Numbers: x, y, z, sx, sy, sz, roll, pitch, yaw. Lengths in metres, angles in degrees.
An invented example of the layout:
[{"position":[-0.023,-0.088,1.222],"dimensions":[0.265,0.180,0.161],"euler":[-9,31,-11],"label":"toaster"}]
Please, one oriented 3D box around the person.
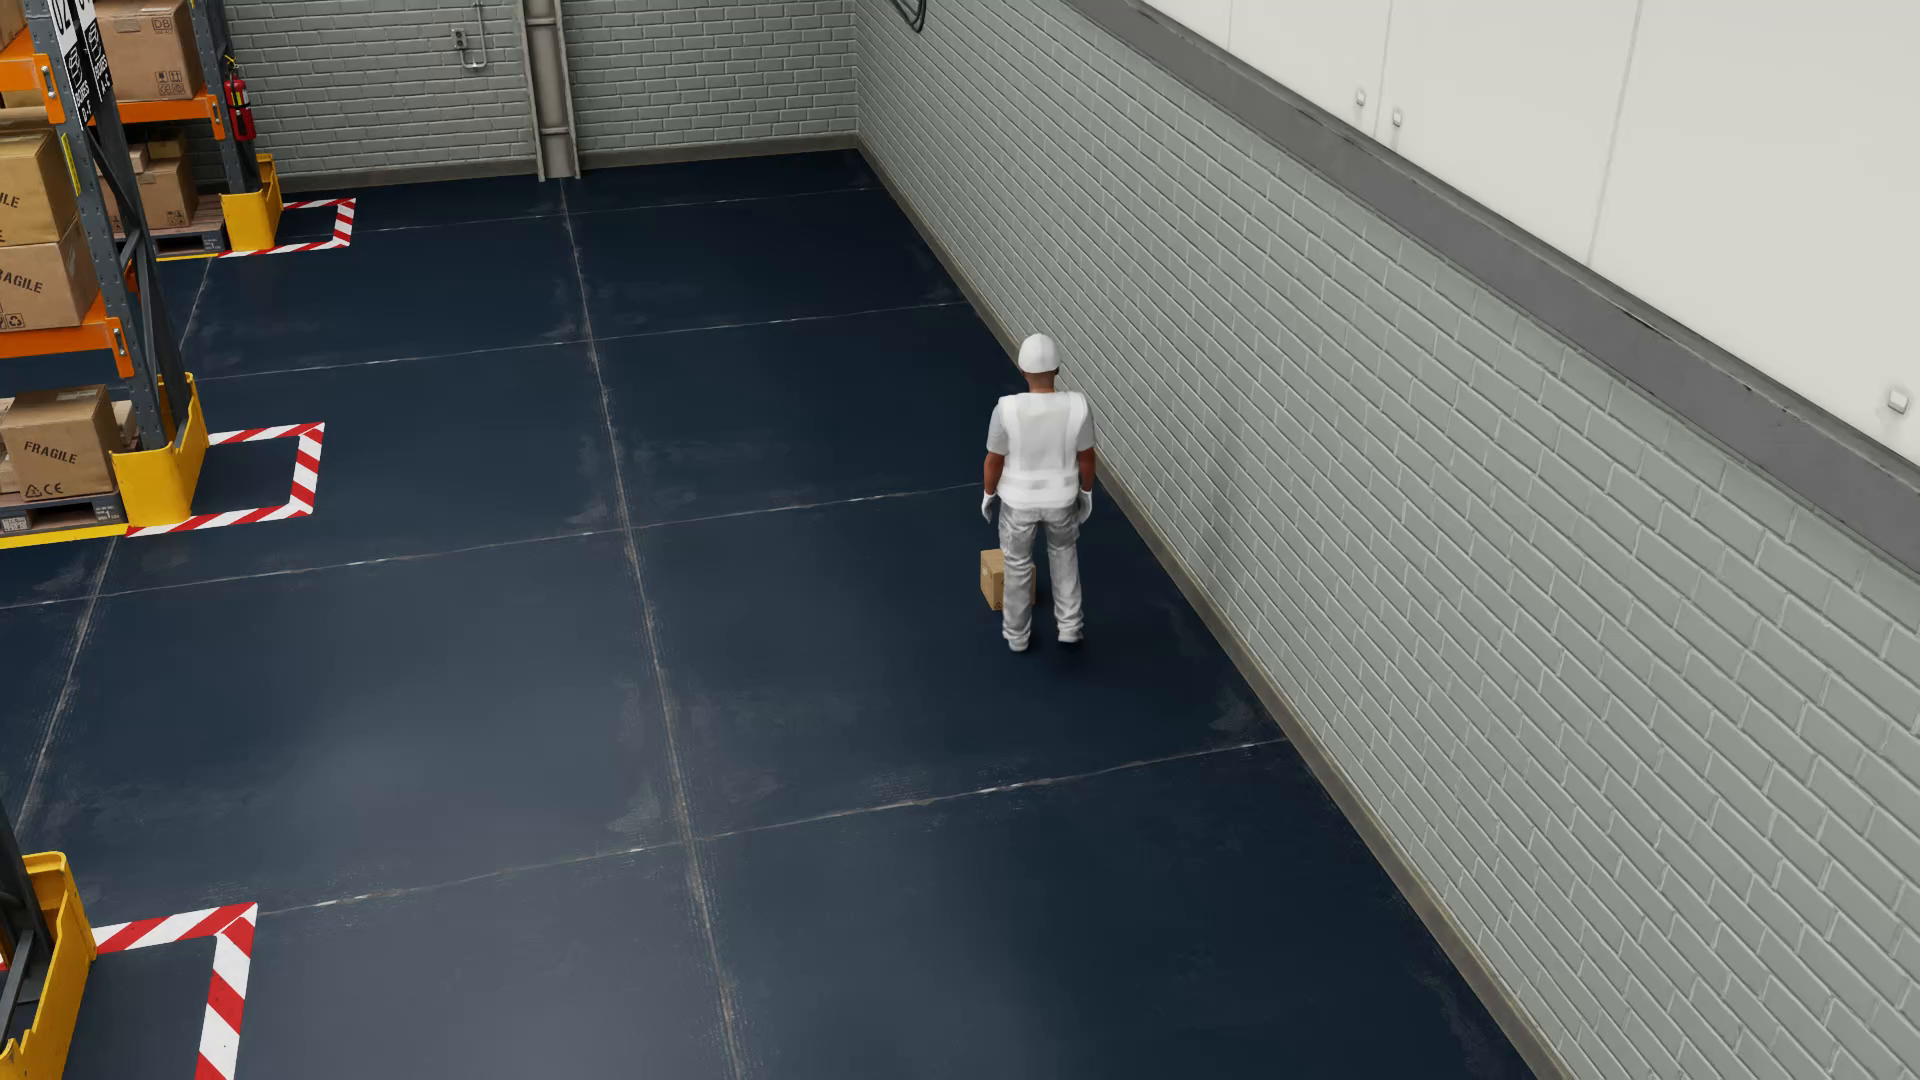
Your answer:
[{"position":[0.397,-0.217,8.592],"dimensions":[0.570,1.827,0.383],"euler":[-4,30,-8],"label":"person"}]
